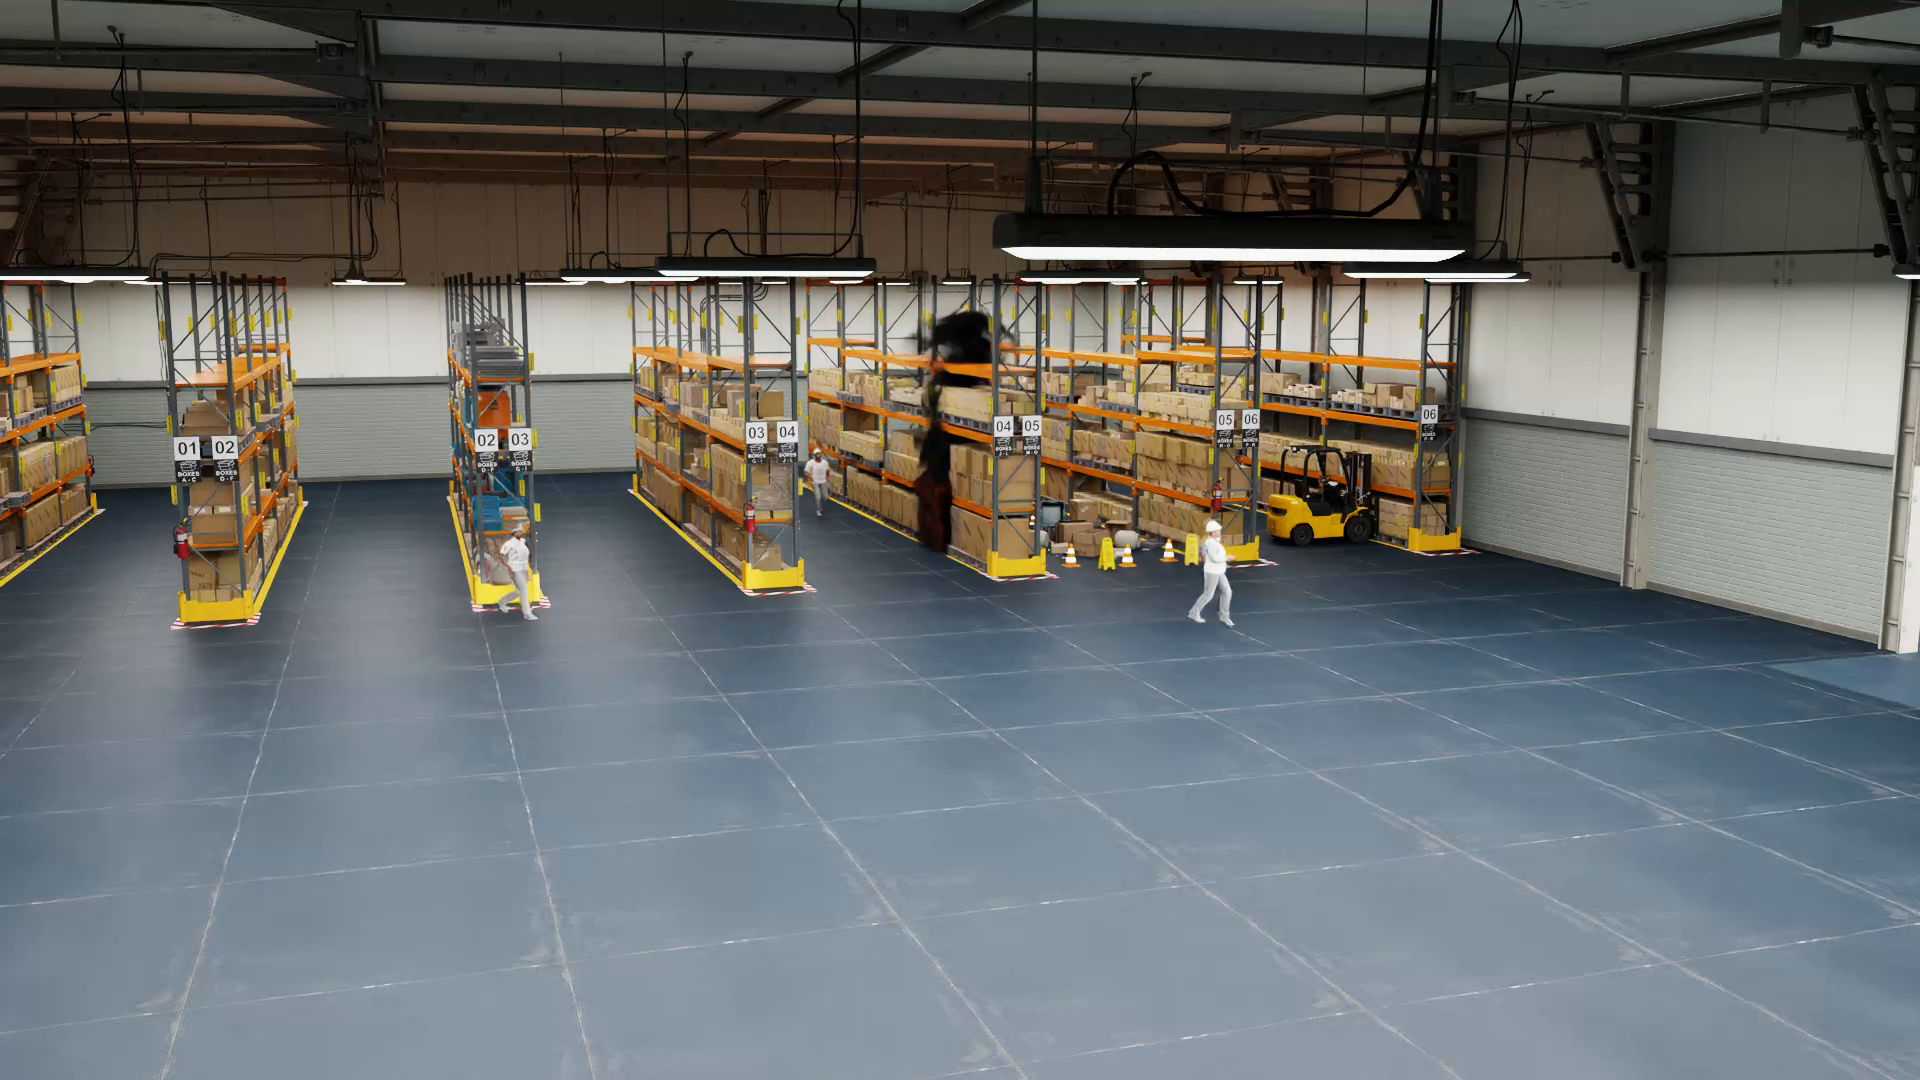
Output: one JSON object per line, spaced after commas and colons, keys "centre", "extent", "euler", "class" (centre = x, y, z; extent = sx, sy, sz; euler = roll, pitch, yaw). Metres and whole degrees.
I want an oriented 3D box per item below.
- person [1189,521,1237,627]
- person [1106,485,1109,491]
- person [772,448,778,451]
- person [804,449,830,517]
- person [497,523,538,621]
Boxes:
{"centre": [4.306, 0.585, 28.300], "extent": [0.789, 1.830, 0.628], "euler": [3, 9, 20], "class": "person"}
{"centre": [3.928, -1.880, 45.196], "extent": [0.542, 1.556, 0.886], "euler": [-3, 9, -21], "class": "person"}
{"centre": [-5.663, -2.439, 48.591], "extent": [0.796, 1.704, 0.822], "euler": [7, 11, 38], "class": "person"}
{"centre": [-3.575, -1.451, 41.967], "extent": [0.696, 1.718, 0.605], "euler": [-4, 9, -24], "class": "person"}
{"centre": [-7.735, 0.536, 28.993], "extent": [0.874, 1.686, 0.600], "euler": [3, 9, 20], "class": "person"}
